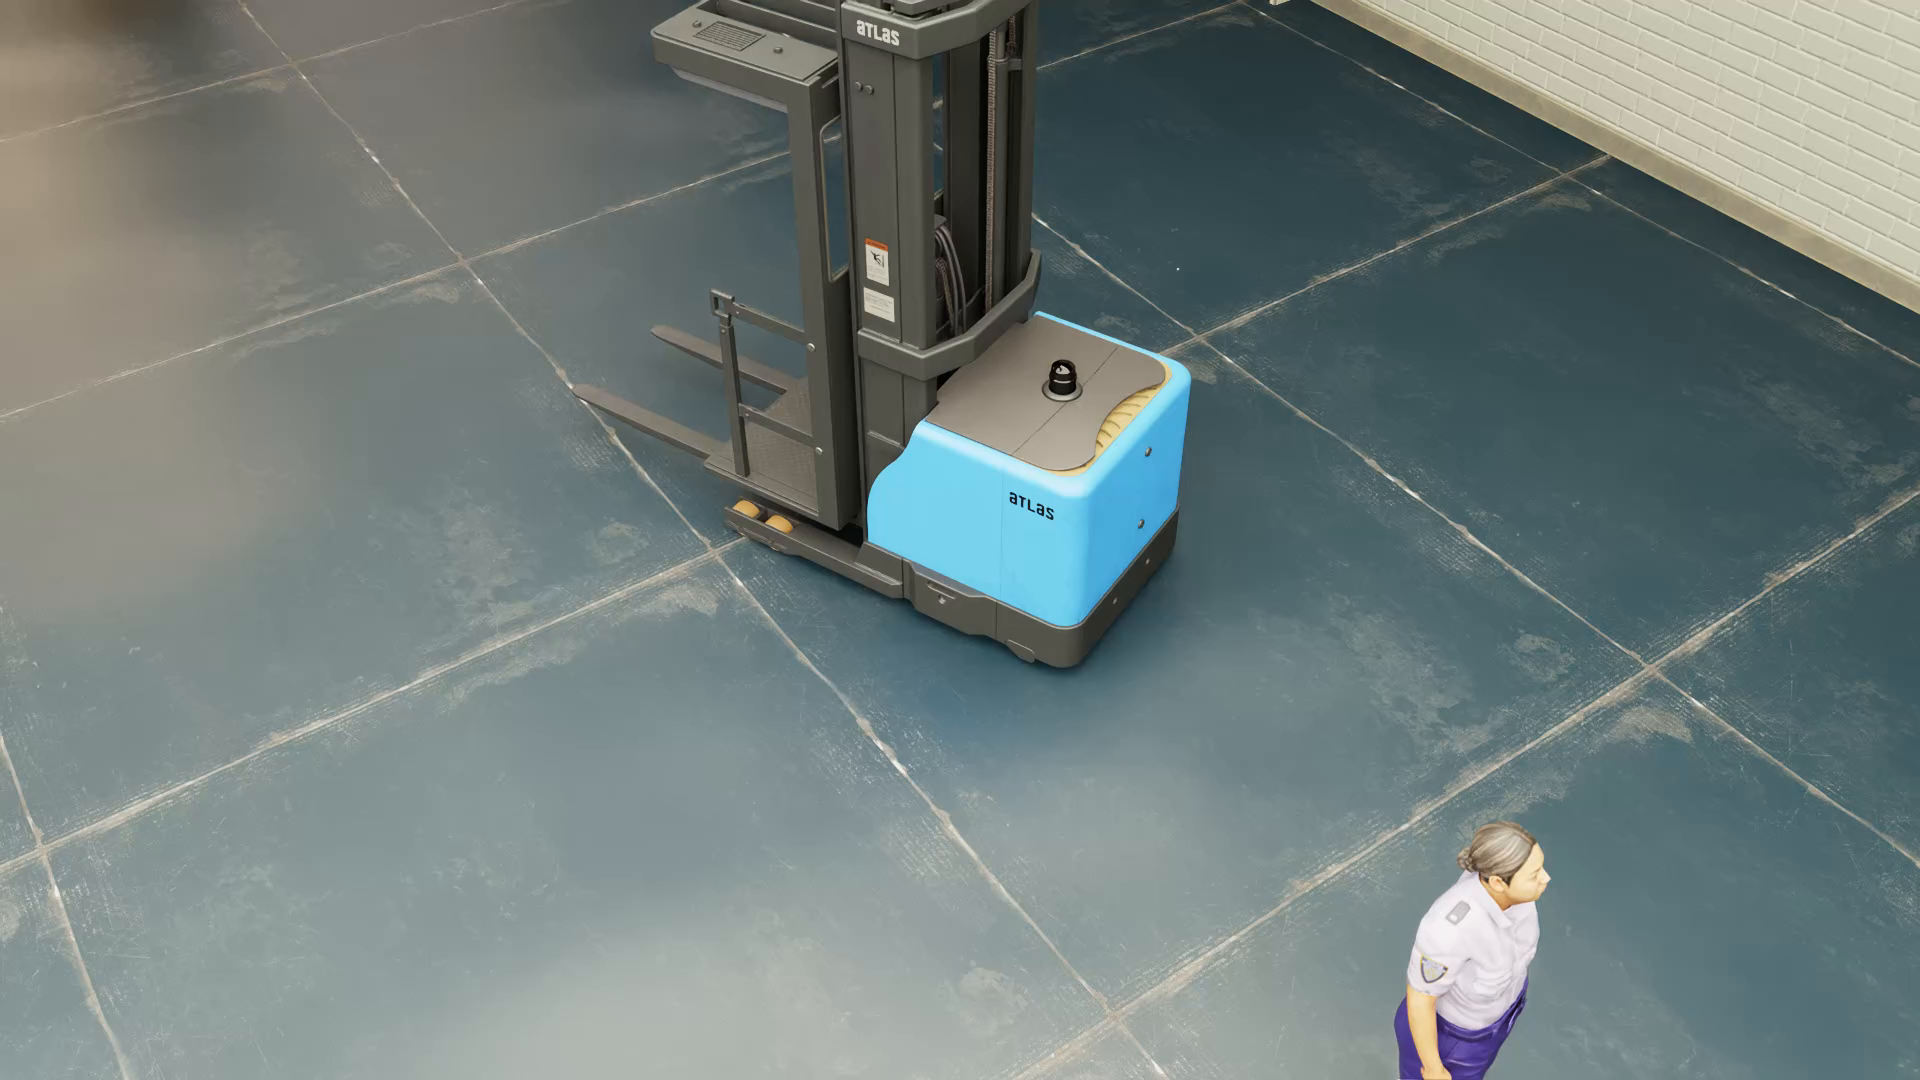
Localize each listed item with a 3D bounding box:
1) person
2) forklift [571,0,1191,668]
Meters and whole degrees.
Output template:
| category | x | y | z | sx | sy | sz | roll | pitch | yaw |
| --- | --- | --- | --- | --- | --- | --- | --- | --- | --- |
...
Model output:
| category | x | y | z | sx | sy | sz | roll | pitch | yaw |
| --- | --- | --- | --- | --- | --- | --- | --- | --- | --- |
| person | 1.586 | 1.499 | 5.026 | 0.502 | 1.650 | 0.598 | 31 | 51 | 29 |
| forklift | -0.511 | -1.302 | 7.129 | 3.031 | 2.935 | 1.130 | 24 | 48 | 24 |
